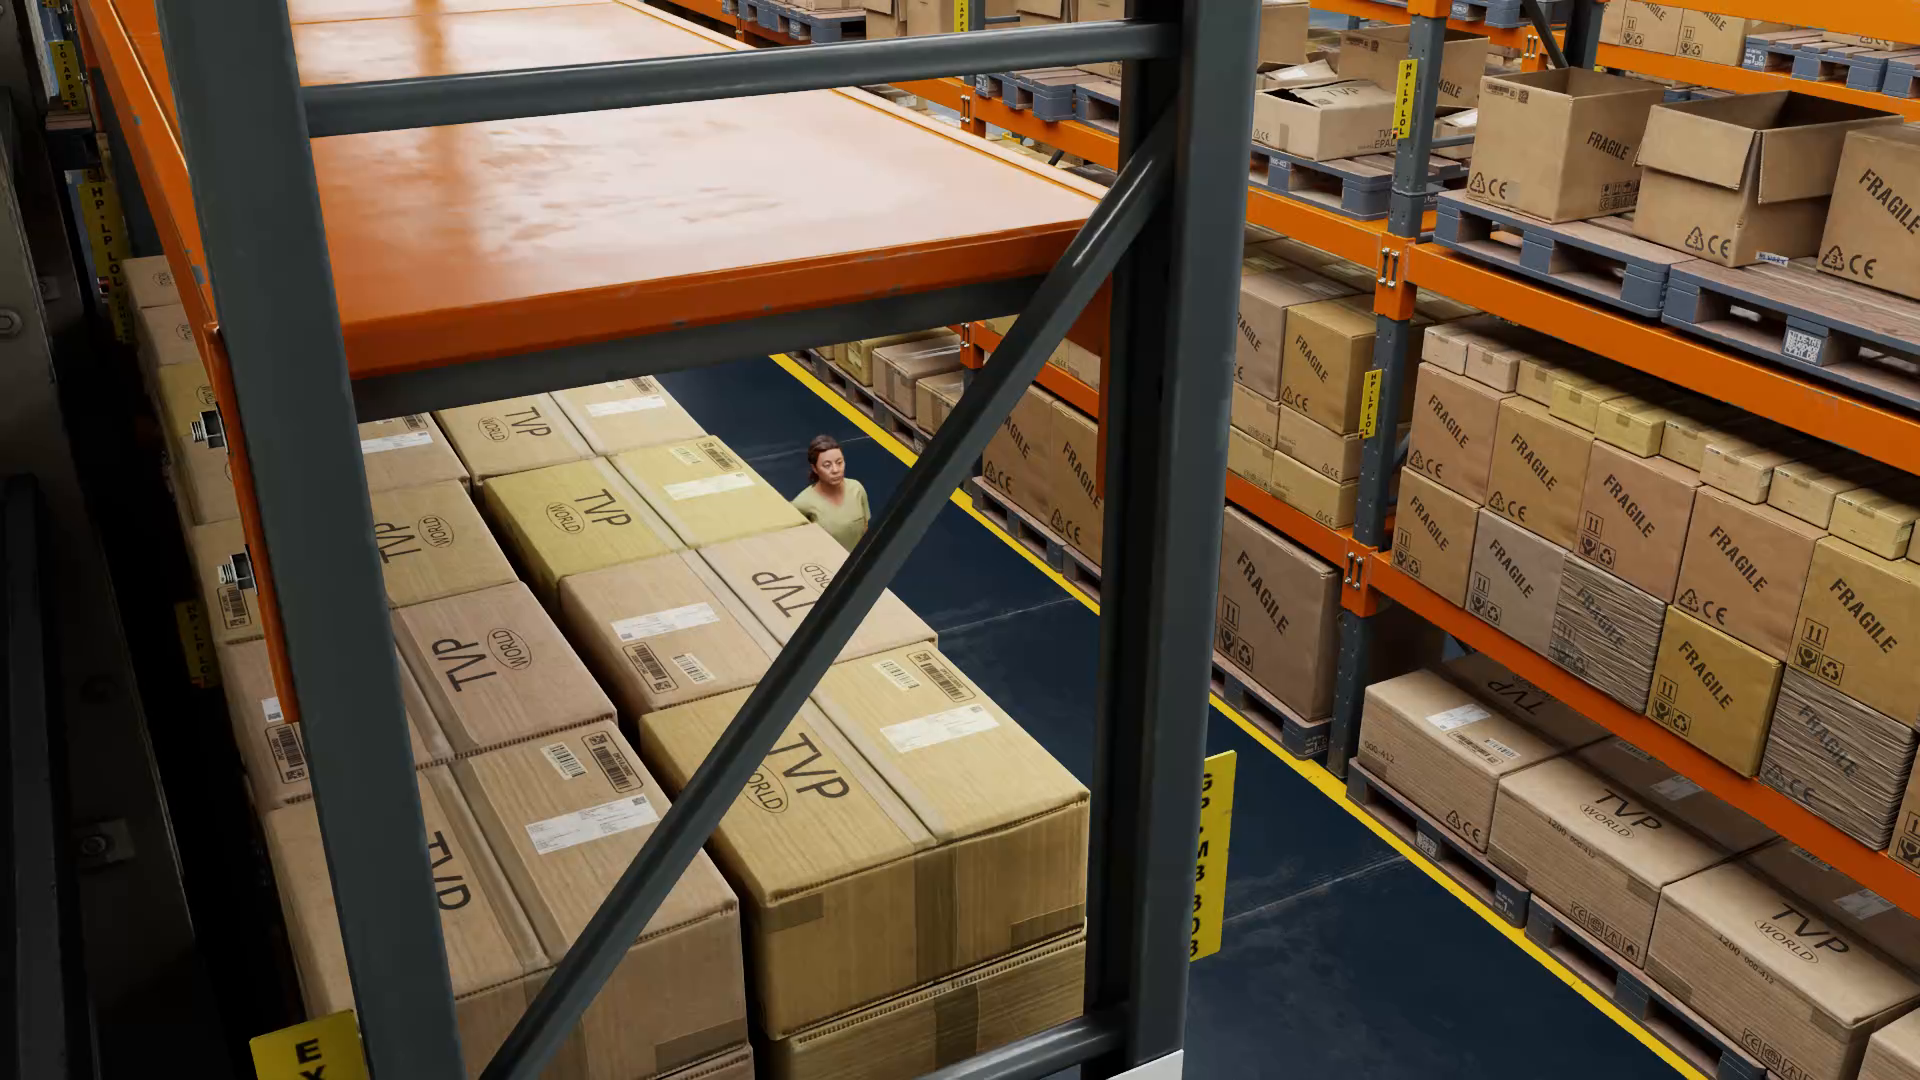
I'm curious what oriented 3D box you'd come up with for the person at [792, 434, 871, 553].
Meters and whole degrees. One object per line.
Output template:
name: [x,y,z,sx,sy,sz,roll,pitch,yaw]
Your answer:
person: [-0.658,0.219,8.634,0.442,1.640,0.803,-17,30,-31]
